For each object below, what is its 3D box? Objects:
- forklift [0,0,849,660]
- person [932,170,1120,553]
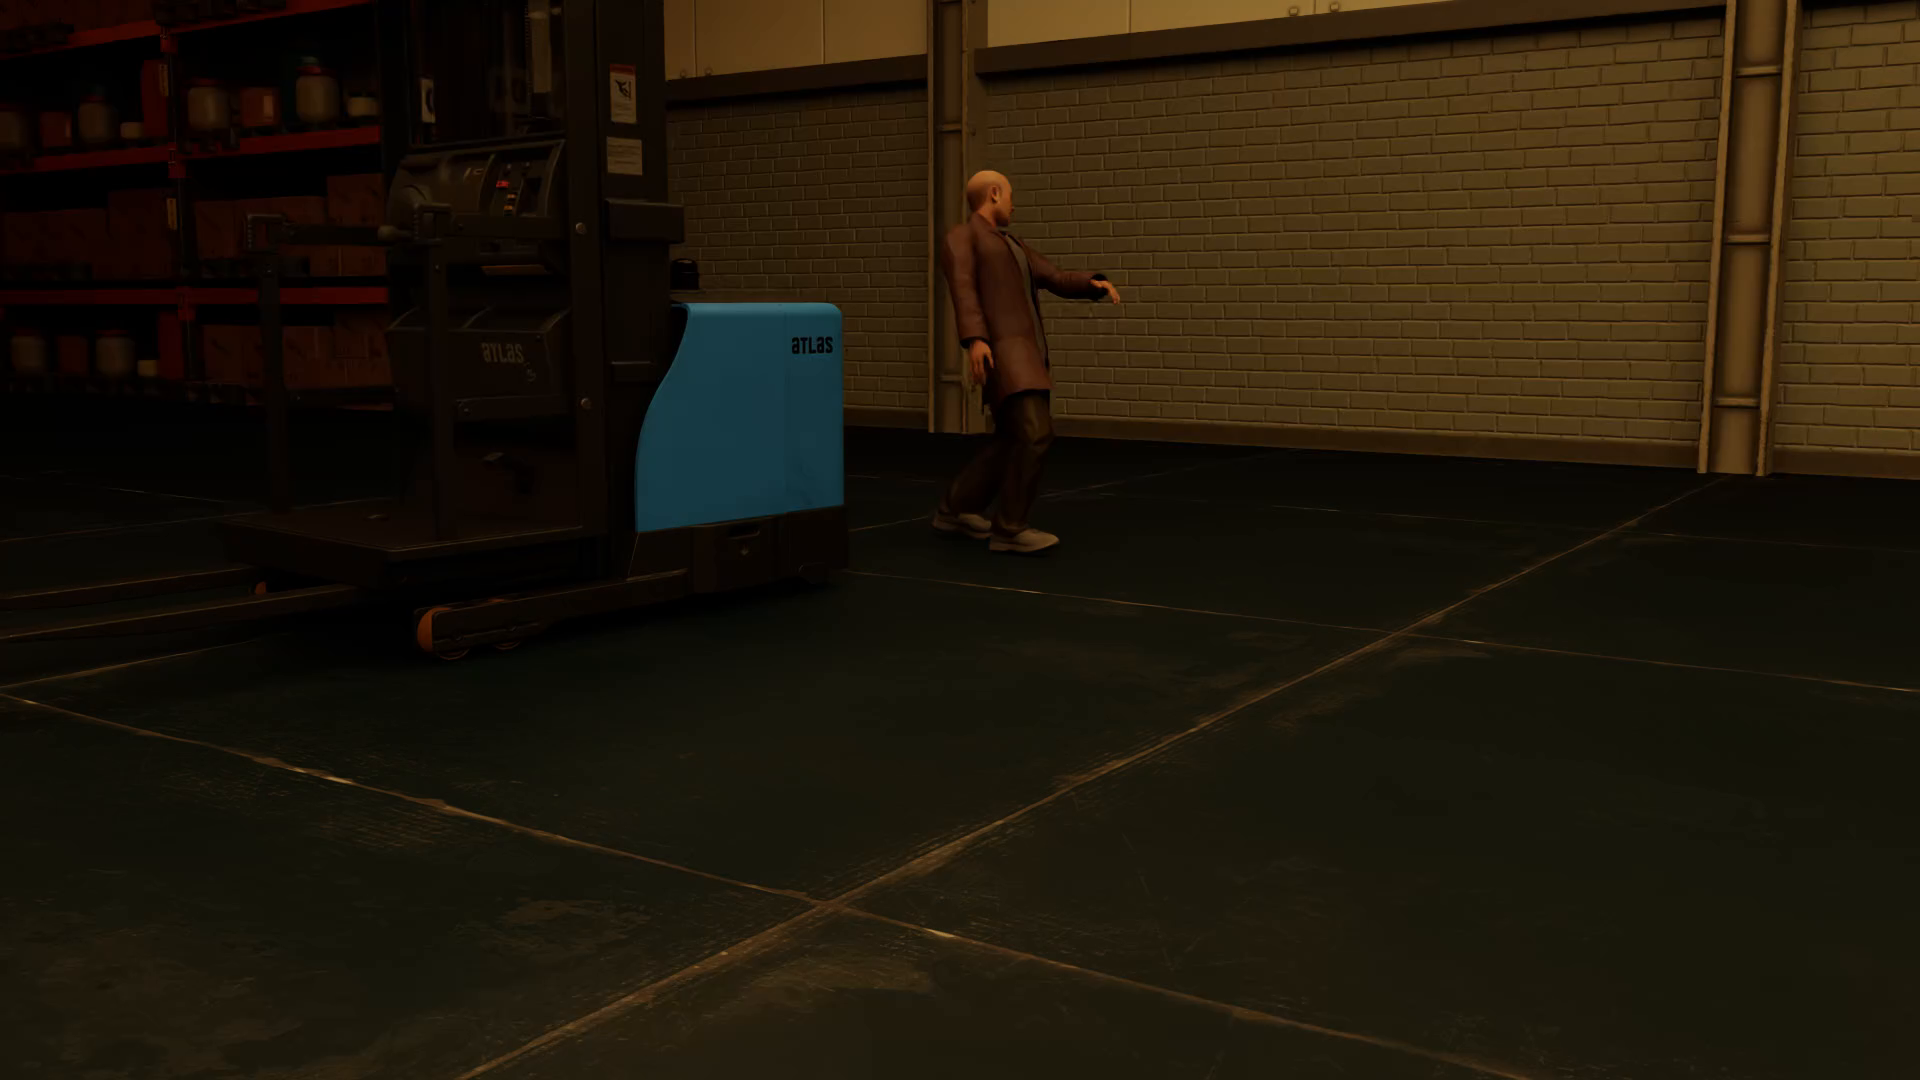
[{"bbox_3d":[-1.760,-1.165,5.386,1.130,2.935,3.031,7,11,40],"label":"forklift"},{"bbox_3d":[0.228,-0.783,7.242,0.919,1.659,0.804,2,8,17],"label":"person"}]
